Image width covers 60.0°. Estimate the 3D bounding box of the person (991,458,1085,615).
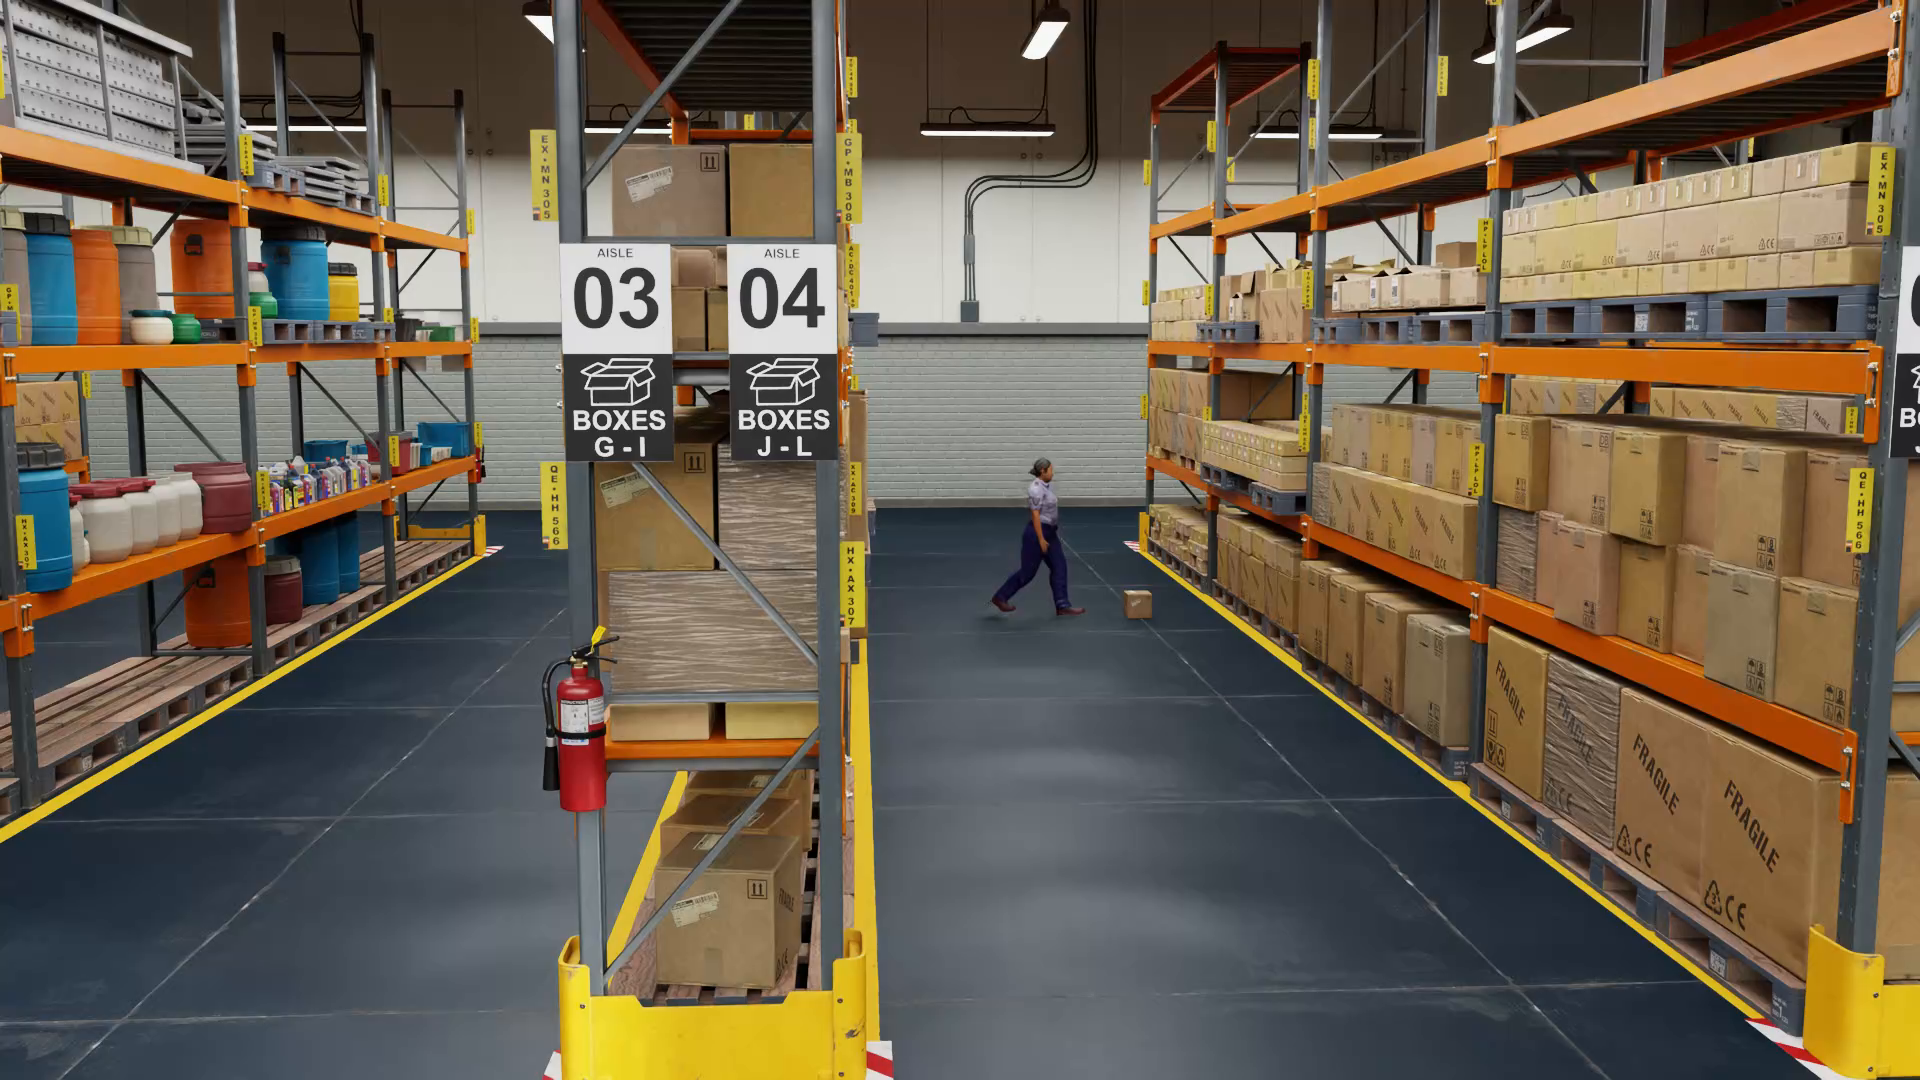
[{"bbox_3d":[0.804,-0.029,17.020,0.934,1.620,0.475,2,7,19],"label":"person"}]
